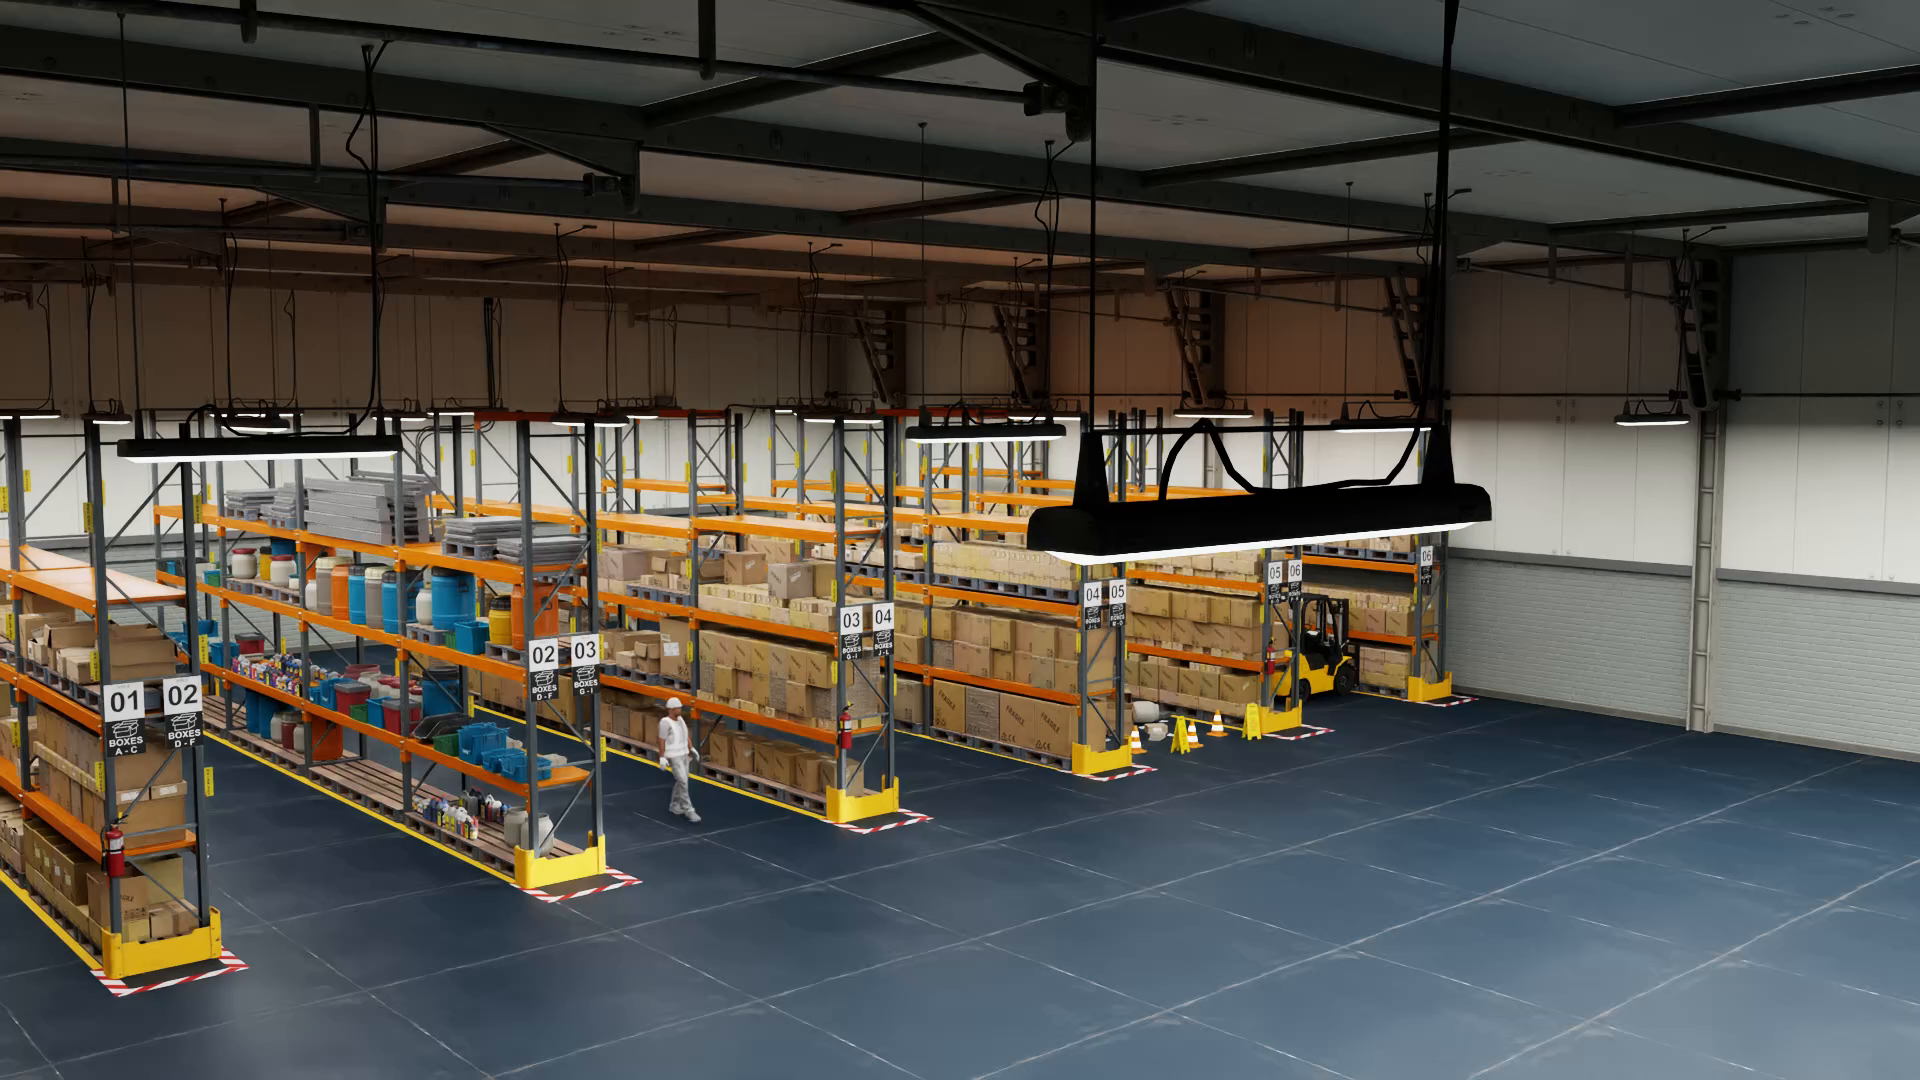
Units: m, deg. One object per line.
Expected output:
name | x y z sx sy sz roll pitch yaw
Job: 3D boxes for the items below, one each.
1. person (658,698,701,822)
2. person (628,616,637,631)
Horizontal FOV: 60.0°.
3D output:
person | -4.114 3.264 24.909 0.715 1.783 0.580 2 5 22
person | -8.189 1.831 41.418 0.838 1.719 0.602 -4 6 -37
